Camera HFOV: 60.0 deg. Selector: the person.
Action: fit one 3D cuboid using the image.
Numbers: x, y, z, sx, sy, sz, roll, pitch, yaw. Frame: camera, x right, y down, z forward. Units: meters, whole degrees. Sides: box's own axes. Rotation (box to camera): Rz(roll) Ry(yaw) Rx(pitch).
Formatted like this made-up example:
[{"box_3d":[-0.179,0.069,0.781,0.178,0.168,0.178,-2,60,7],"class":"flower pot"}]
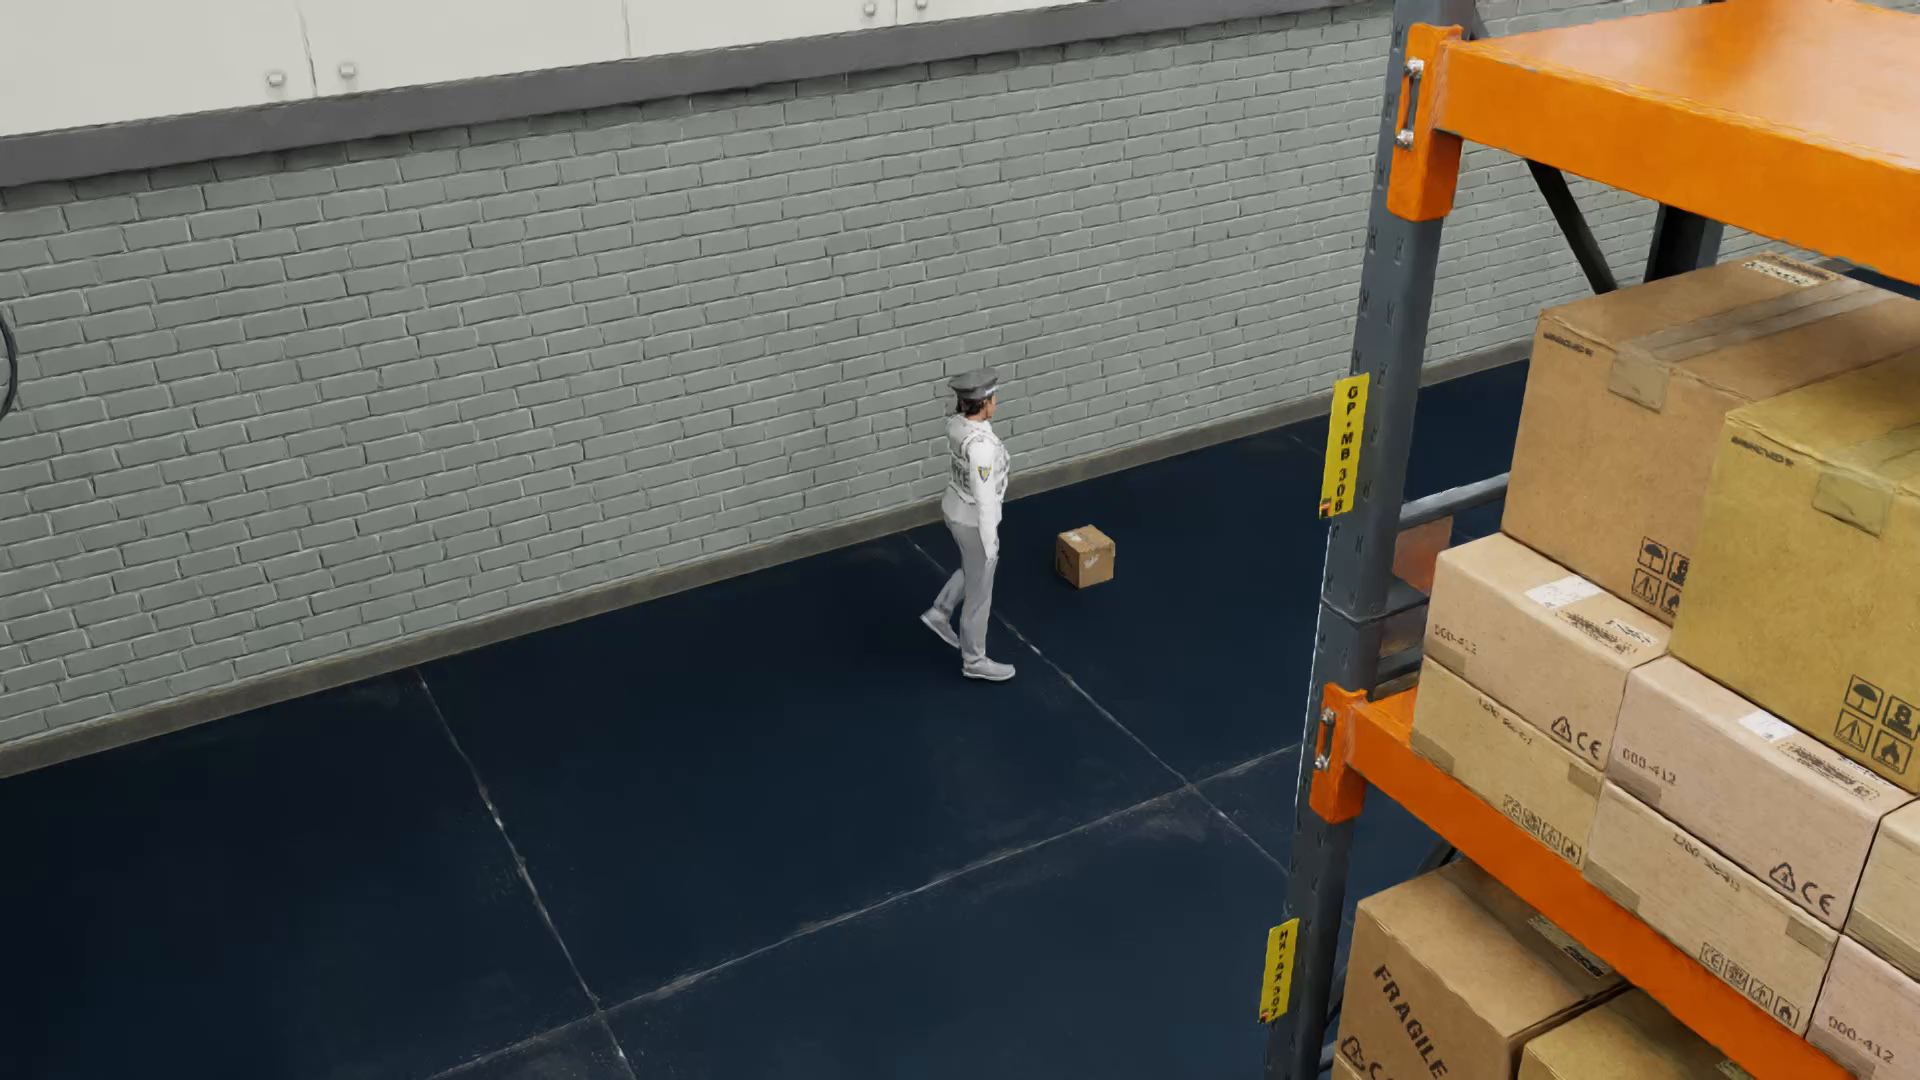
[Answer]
[{"box_3d":[0.032,-0.083,8.666,0.466,1.661,0.563,-9,31,-16],"class":"person"}]
